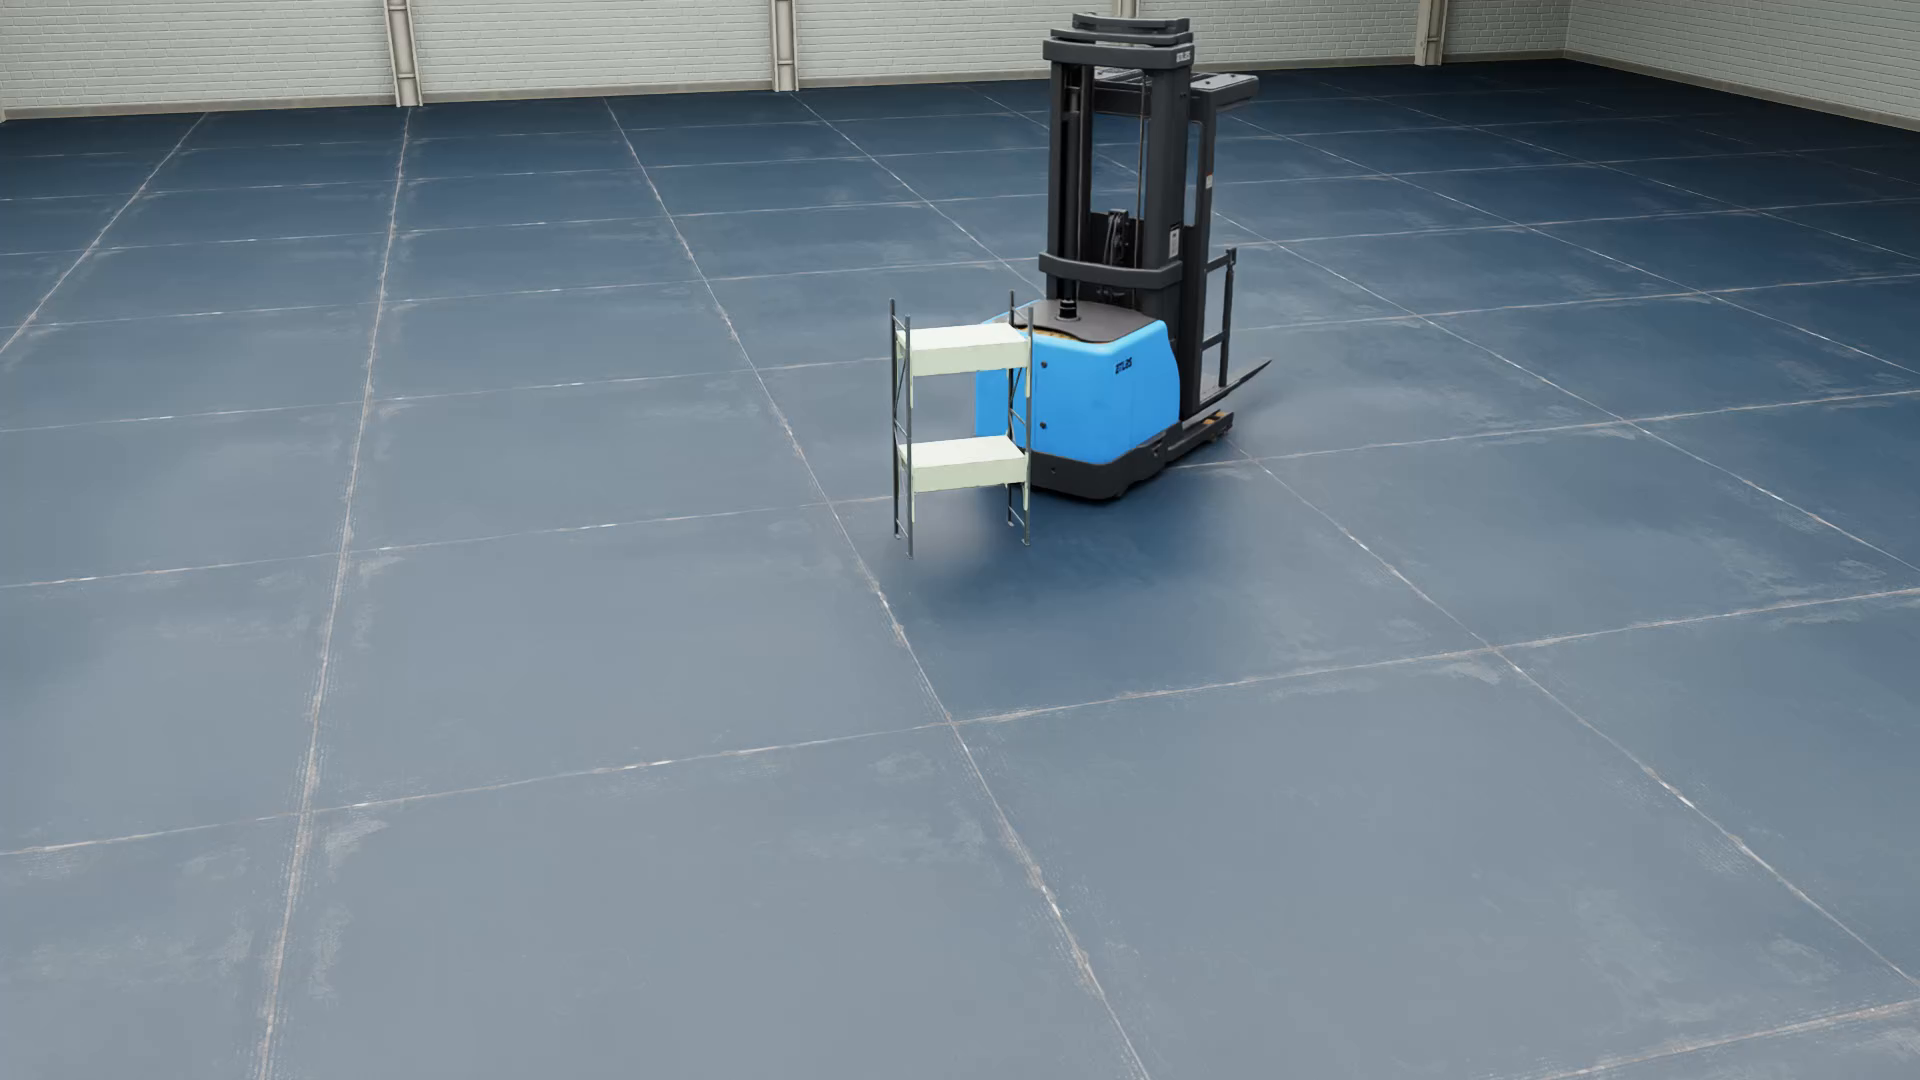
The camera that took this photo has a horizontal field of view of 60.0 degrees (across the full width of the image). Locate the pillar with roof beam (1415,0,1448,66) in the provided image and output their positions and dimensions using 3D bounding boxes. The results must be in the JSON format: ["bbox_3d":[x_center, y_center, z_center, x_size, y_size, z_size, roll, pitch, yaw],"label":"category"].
[{"bbox_3d":[9.804,-11.294,25.159,0.400,9.000,9.100,-6,24,-14],"label":"pillar with roof beam"}]

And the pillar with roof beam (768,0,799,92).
[{"bbox_3d":[-1.750,-10.016,22.180,0.400,9.000,9.100,-6,24,-14],"label":"pillar with roof beam"}]

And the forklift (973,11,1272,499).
[{"bbox_3d":[1.320,-2.136,11.511,1.130,2.935,3.031,15,27,31],"label":"forklift"}]

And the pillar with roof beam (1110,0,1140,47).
[{"bbox_3d":[4.027,-10.655,23.670,0.400,9.000,9.100,-6,24,-14],"label":"pillar with roof beam"}]

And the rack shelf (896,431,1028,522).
[{"bbox_3d":[0.006,-0.390,10.084,0.720,0.370,0.431,-6,24,-14],"label":"rack shelf"}]

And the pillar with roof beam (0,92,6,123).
[{"bbox_3d":[-13.304,-8.738,19.202,0.400,9.000,9.100,-6,24,-14],"label":"pillar with roof beam"}]

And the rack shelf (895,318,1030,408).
[{"bbox_3d":[0.006,-1.049,9.802,0.720,0.370,0.431,-6,24,-14],"label":"rack shelf"}]

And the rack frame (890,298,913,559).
[{"bbox_3d":[-0.346,-0.651,9.865,0.023,1.500,0.400,-6,24,-14],"label":"rack frame"}]

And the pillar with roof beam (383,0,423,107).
[{"bbox_3d":[-7.527,-9.377,20.691,0.400,9.000,9.100,-6,24,-14],"label":"pillar with roof beam"}]

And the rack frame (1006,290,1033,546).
[{"bbox_3d":[0.359,-0.729,10.047,0.023,1.500,0.400,-6,24,-14],"label":"rack frame"}]

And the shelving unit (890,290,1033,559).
[{"bbox_3d":[0.006,-0.690,9.956,0.755,1.500,0.431,-6,24,-14],"label":"shelving unit"}]
